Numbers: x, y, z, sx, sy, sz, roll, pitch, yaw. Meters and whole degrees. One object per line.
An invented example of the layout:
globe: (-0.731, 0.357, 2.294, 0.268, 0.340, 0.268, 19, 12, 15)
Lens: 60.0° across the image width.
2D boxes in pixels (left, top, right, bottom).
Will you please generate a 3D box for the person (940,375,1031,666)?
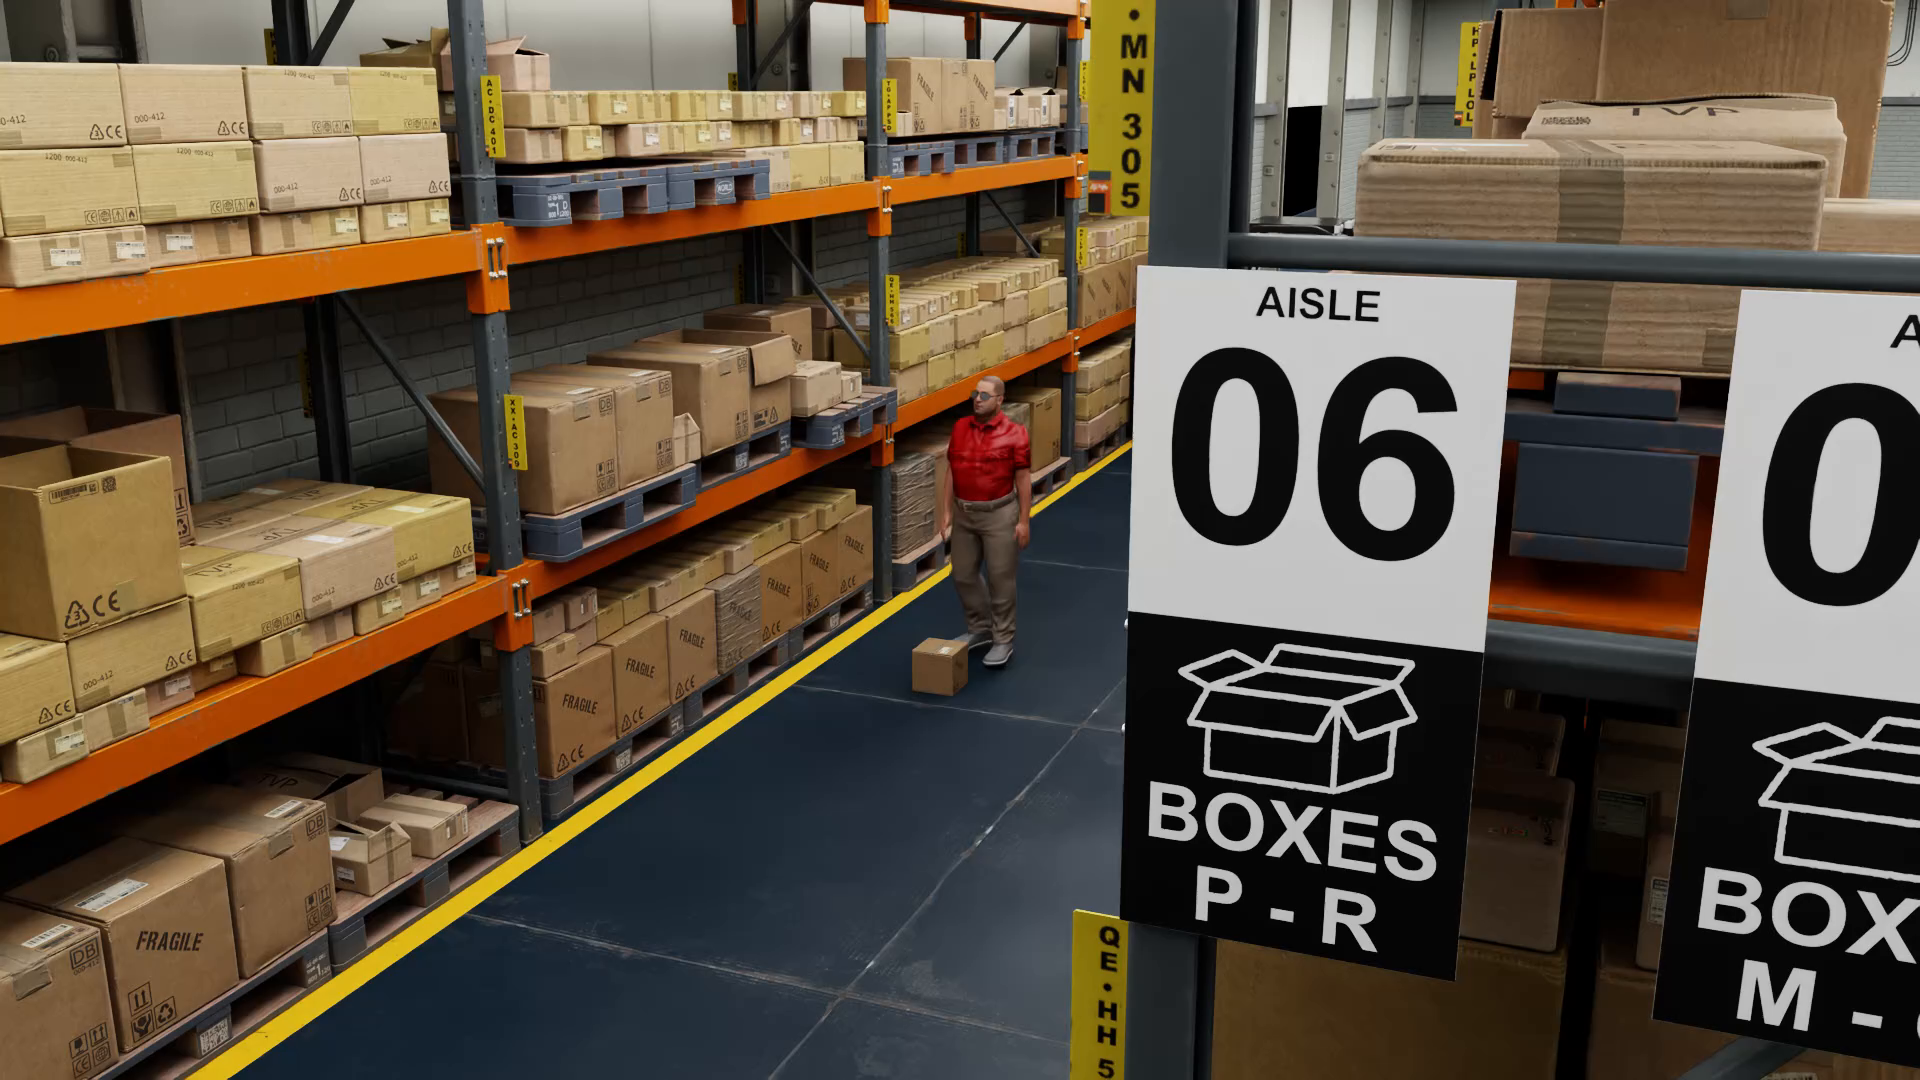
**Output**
person: (0.153, -0.127, 9.958, 0.556, 1.727, 0.417, 8, 17, 28)
